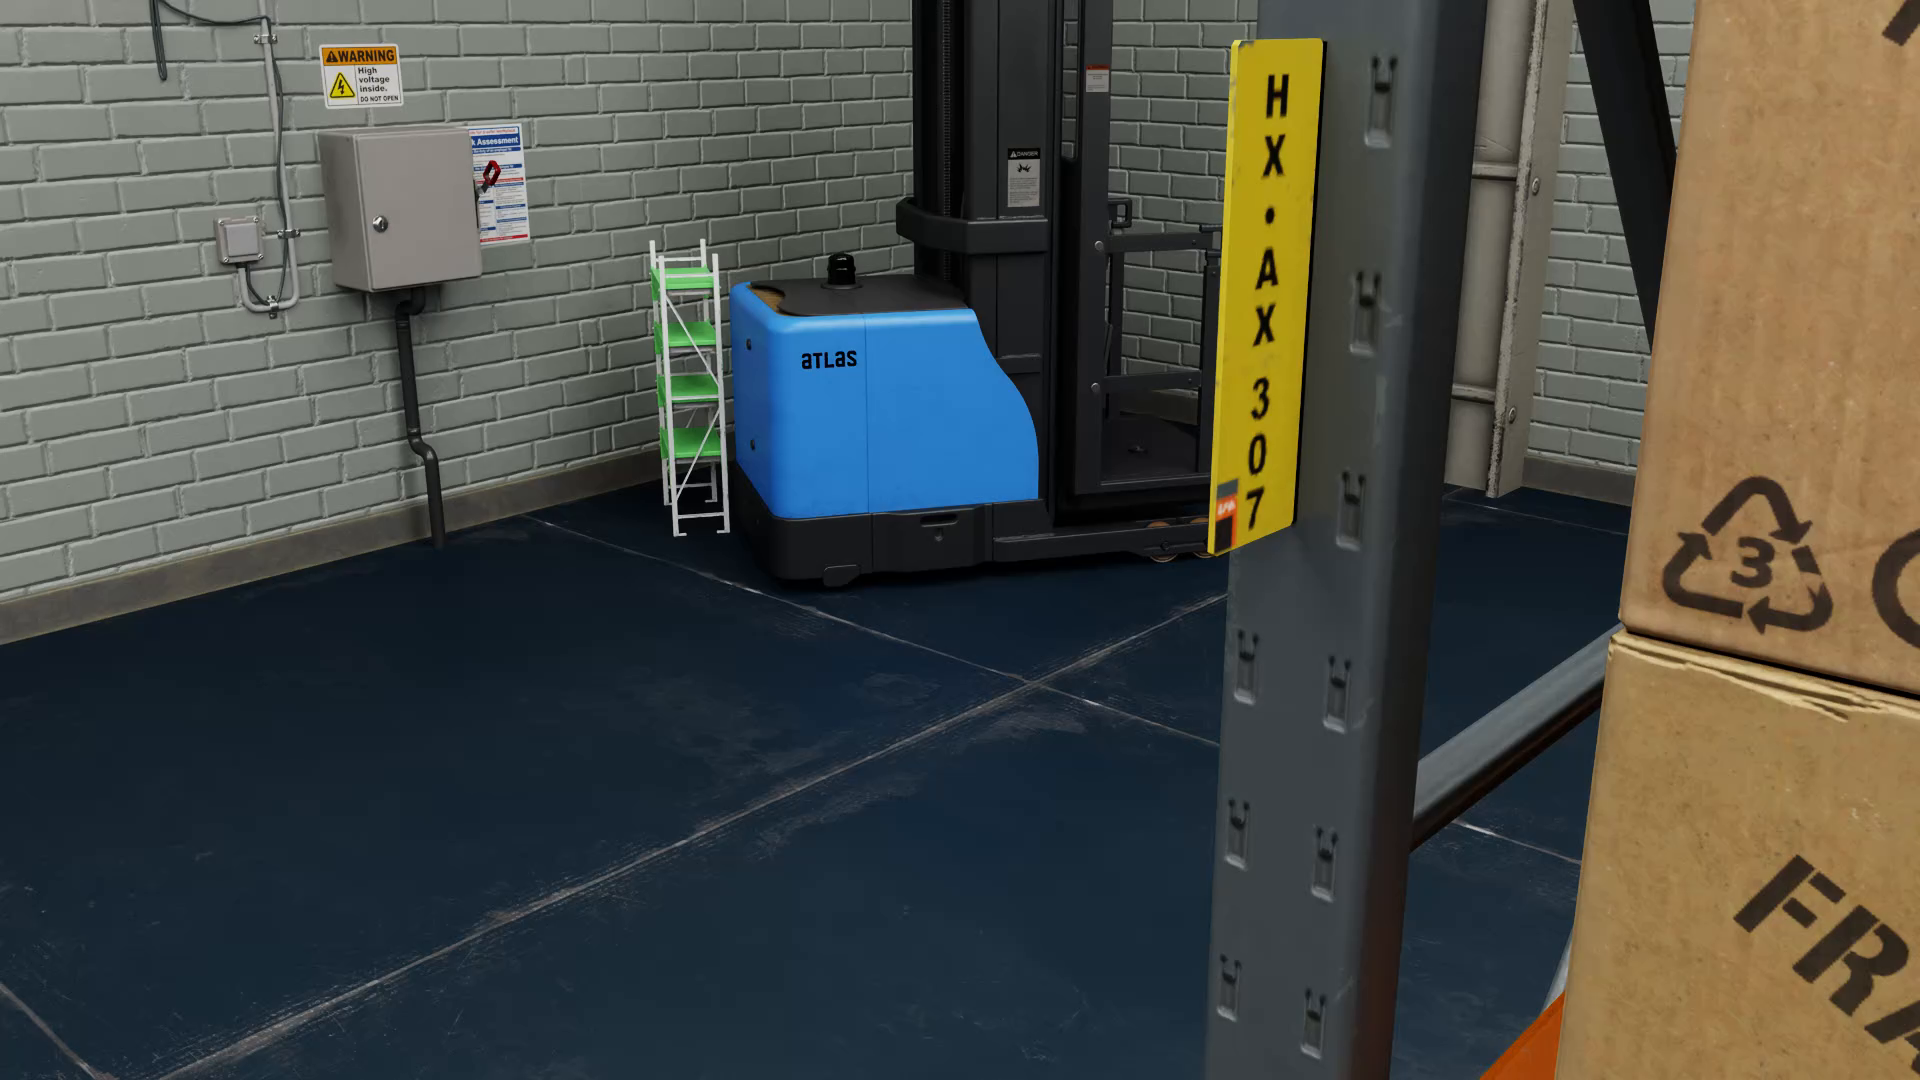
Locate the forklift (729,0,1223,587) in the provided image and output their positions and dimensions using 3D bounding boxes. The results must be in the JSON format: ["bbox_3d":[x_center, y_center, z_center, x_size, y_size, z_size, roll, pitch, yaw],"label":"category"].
[{"bbox_3d":[0.596,-1.451,6.840,3.031,2.935,1.130,-5,18,-16],"label":"forklift"}]

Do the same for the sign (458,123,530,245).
[{"bbox_3d":[-1.986,-1.510,7.068,0.001,0.494,0.329,15,23,39],"label":"sign"}]

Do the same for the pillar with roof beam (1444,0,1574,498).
[{"bbox_3d":[-0.413,-3.584,3.528,0.400,9.000,9.100,15,23,39],"label":"pillar with roof beam"}]

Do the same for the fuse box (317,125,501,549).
[{"bbox_3d":[-2.159,-0.788,6.766,0.414,1.711,0.539,15,23,39],"label":"fuse box"}]

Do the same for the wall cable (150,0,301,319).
[{"bbox_3d":[-2.730,-1.764,6.030,0.122,1.984,0.588,15,23,39],"label":"wall cable"}]

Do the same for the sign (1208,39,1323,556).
[{"bbox_3d":[0.198,-0.155,1.080,0.005,0.325,0.100,15,23,39],"label":"sign"}]

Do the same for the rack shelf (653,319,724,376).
[{"bbox_3d":[-1.178,-0.838,7.187,0.258,0.148,0.480,-4,18,-14],"label":"rack shelf"}]

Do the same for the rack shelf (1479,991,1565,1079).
[{"bbox_3d":[2.067,0.915,0.458,4.000,0.370,1.077,15,23,39],"label":"rack shelf"}]

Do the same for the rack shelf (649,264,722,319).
[{"bbox_3d":[-1.178,-1.067,7.114,0.258,0.148,0.480,-4,18,-14],"label":"rack shelf"}]

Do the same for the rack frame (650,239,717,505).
[{"bbox_3d":[-1.238,-0.742,7.466,0.240,1.200,0.015,-4,18,-14],"label":"rack frame"}]

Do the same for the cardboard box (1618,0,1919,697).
[{"bbox_3d":[0.741,-0.193,0.942,0.500,0.500,0.500,14,23,38],"label":"cardboard box"}]

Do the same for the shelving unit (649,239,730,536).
[{"bbox_3d":[-1.178,-0.670,7.240,0.258,1.200,0.503,-4,18,-14],"label":"shelving unit"}]

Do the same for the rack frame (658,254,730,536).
[{"bbox_3d":[-1.117,-0.599,7.015,0.240,1.200,0.015,-4,18,-14],"label":"rack frame"}]

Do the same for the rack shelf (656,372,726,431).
[{"bbox_3d":[-1.178,-0.609,7.260,0.258,0.148,0.480,-4,18,-14],"label":"rack shelf"}]

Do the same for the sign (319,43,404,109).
[{"bbox_3d":[-2.350,-1.825,6.538,0.001,0.242,0.339,15,23,39],"label":"sign"}]

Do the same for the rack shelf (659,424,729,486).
[{"bbox_3d":[-1.178,-0.381,7.332,0.258,0.148,0.480,-4,18,-14],"label":"rack shelf"}]

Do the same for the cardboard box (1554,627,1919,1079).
[{"bbox_3d":[0.739,0.284,1.091,0.500,0.500,0.500,15,23,39],"label":"cardboard box"}]
